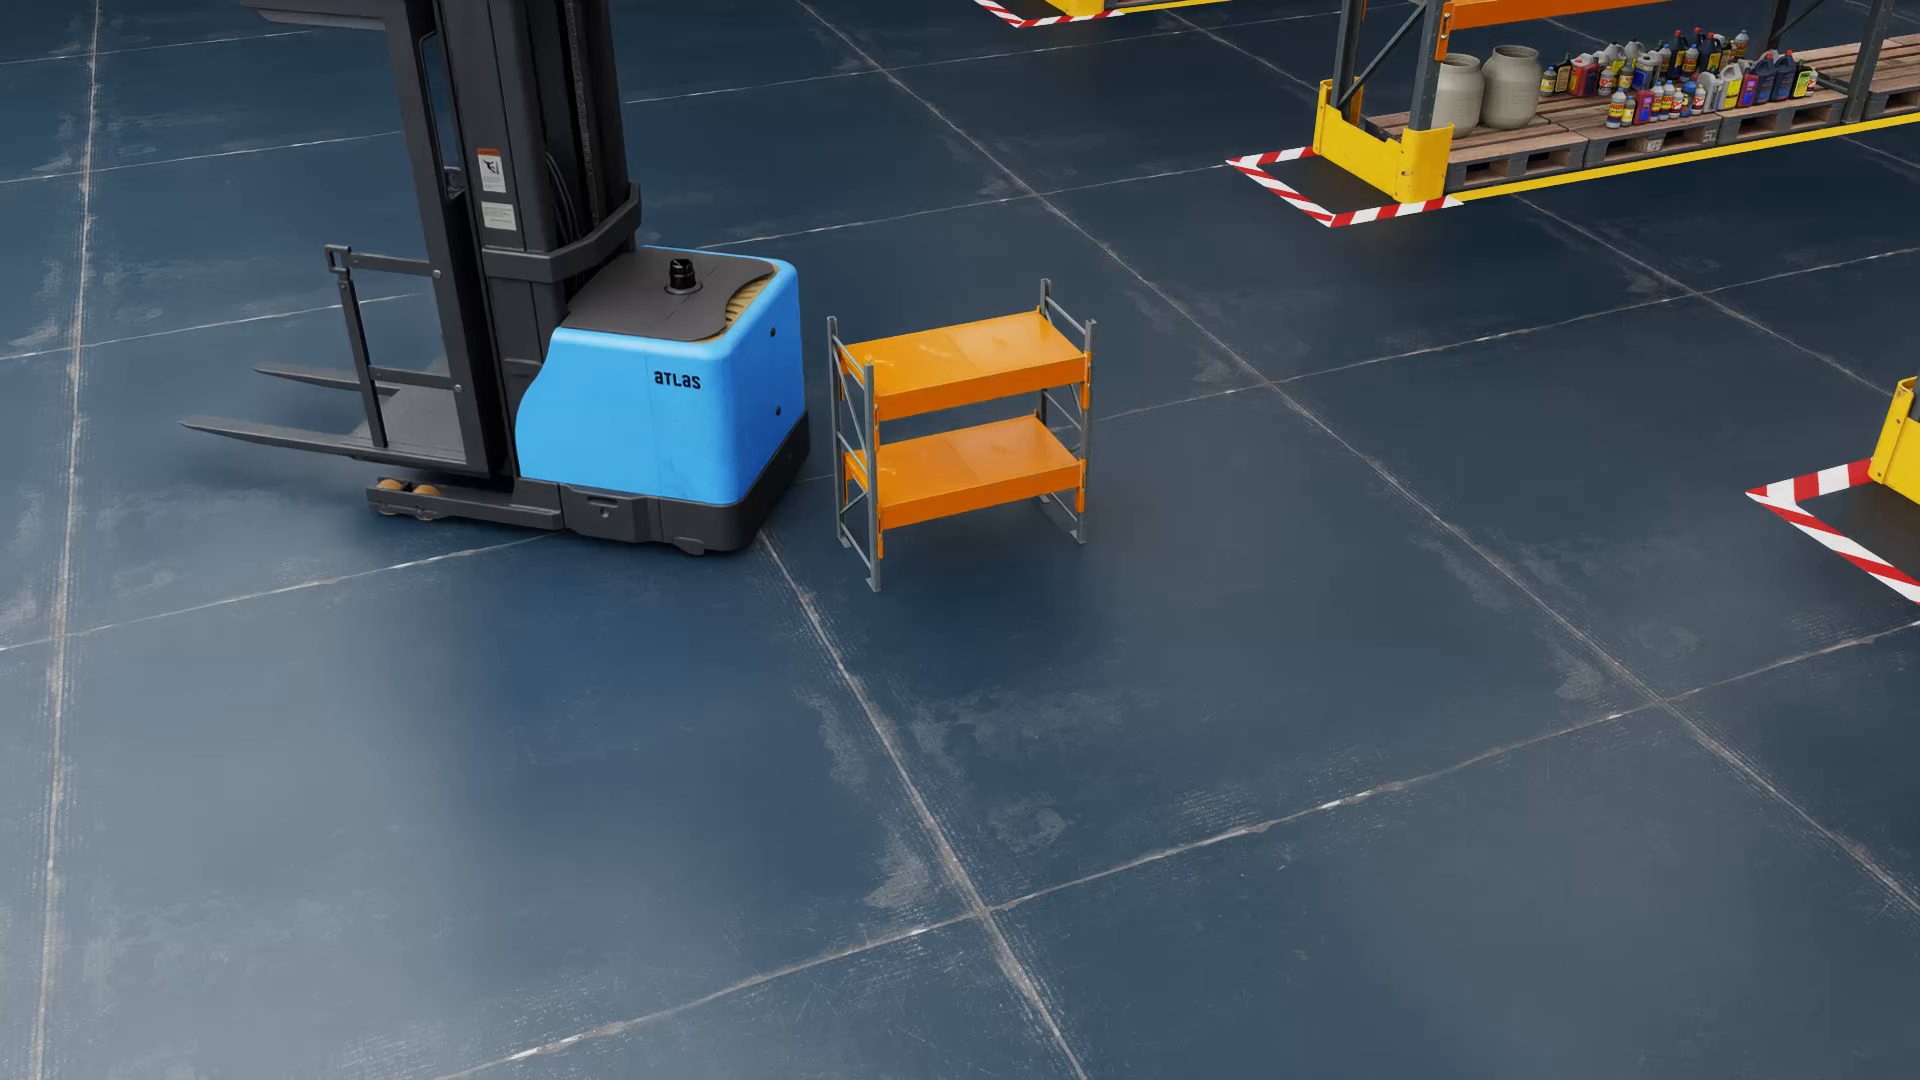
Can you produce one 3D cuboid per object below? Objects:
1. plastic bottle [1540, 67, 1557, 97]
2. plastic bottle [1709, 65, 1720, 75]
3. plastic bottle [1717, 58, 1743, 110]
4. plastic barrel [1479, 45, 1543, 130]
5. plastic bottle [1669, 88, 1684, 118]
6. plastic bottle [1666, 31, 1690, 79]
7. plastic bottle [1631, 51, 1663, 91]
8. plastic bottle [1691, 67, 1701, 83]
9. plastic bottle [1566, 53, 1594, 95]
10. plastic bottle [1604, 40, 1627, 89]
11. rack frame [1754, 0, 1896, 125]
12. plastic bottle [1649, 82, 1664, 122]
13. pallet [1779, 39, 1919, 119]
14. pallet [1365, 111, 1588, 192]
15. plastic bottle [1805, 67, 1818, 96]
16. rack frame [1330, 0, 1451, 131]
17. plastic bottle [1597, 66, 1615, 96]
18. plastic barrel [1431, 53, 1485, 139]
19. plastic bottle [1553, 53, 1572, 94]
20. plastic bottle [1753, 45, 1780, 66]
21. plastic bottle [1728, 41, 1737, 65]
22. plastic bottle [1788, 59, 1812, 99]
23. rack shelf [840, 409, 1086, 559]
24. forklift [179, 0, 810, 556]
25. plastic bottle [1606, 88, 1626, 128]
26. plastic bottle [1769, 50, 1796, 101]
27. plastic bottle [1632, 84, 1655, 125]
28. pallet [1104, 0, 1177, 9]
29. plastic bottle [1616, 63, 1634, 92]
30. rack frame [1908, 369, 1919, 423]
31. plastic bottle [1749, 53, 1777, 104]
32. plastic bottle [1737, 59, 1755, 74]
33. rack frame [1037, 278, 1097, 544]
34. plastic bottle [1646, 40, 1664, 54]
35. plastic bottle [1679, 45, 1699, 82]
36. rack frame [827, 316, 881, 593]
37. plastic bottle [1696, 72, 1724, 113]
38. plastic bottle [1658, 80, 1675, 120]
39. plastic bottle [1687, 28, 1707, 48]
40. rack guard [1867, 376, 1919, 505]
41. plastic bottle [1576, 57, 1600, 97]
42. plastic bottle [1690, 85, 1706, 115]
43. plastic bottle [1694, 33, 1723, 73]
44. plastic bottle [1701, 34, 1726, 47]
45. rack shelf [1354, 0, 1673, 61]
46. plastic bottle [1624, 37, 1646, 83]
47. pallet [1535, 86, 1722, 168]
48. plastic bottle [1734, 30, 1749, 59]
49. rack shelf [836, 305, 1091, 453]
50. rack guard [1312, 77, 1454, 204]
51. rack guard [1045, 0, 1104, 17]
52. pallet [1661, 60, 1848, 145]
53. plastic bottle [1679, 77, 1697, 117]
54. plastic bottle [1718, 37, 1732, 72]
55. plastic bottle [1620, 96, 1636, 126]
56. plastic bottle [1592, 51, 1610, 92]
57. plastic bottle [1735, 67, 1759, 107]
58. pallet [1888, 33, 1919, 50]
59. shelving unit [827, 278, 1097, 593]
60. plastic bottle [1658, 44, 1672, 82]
[{"bbox_3d":[4.402,-3.431,12.435,0.097,0.201,0.097,0,33,0],"label":"plastic bottle"},{"bbox_3d":[5.546,-3.358,12.247,0.133,0.283,0.061,-13,35,-19],"label":"plastic bottle"},{"bbox_3d":[5.610,-3.340,12.158,0.185,0.351,0.144,-13,35,-19],"label":"plastic bottle"},{"bbox_3d":[3.918,-3.227,11.856,0.421,0.512,0.421,0,33,0],"label":"plastic barrel"},{"bbox_3d":[5.171,-3.163,12.023,0.097,0.201,0.097,0,33,0],"label":"plastic bottle"},{"bbox_3d":[5.488,-3.728,12.755,0.185,0.351,0.144,-14,36,-21],"label":"plastic bottle"},{"bbox_3d":[5.176,-3.538,12.531,0.135,0.276,0.152,-13,35,-19],"label":"plastic bottle"},{"bbox_3d":[5.417,-3.333,12.209,0.133,0.283,0.061,-13,35,-19],"label":"plastic bottle"},{"bbox_3d":[4.645,-3.501,12.475,0.135,0.276,0.152,-13,35,-19],"label":"plastic bottle"},{"bbox_3d":[4.924,-3.599,12.556,0.185,0.351,0.144,-11,35,-17],"label":"plastic bottle"},{"bbox_3d":[6.567,-4.655,12.155,0.127,3.000,1.000,-13,35,-19],"label":"rack frame"},{"bbox_3d":[4.987,-3.150,11.939,0.097,0.271,0.097,0,33,0],"label":"plastic bottle"},{"bbox_3d":[7.276,-3.672,13.200,1.213,0.211,1.003,-13,35,-19],"label":"pallet"},{"bbox_3d":[3.682,-2.851,11.938,1.213,0.211,1.003,-13,35,-19],"label":"pallet"},{"bbox_3d":[6.353,-3.434,12.439,0.097,0.201,0.097,0,33,0],"label":"plastic bottle"},{"bbox_3d":[2.879,-3.811,10.857,0.127,3.000,1.000,-13,35,-19],"label":"rack frame"},{"bbox_3d":[4.839,-3.441,12.450,0.097,0.201,0.097,0,33,0],"label":"plastic bottle"},{"bbox_3d":[3.456,-3.122,11.693,0.421,0.512,0.421,0,33,0],"label":"plastic barrel"},{"bbox_3d":[4.503,-3.499,12.464,0.133,0.283,0.061,-12,35,-18],"label":"plastic bottle"},{"bbox_3d":[6.029,-3.521,12.437,0.185,0.351,0.144,-13,35,-19],"label":"plastic bottle"},{"bbox_3d":[6.010,-3.799,13.000,0.097,0.201,0.097,0,33,0],"label":"plastic bottle"},{"bbox_3d":[6.251,-3.434,12.364,0.133,0.283,0.061,-11,35,-17],"label":"plastic bottle"},{"bbox_3d":[0.006,-0.268,7.579,1.000,0.278,0.538,-13,35,-19],"label":"rack shelf"},{"bbox_3d":[-2.322,-1.589,7.505,3.031,2.935,1.130,8,34,12],"label":"forklift"},{"bbox_3d":[4.671,-3.078,11.828,0.097,0.271,0.097,0,33,0],"label":"plastic bottle"},{"bbox_3d":[6.085,-3.449,12.325,0.185,0.351,0.144,-14,36,-20],"label":"plastic bottle"},{"bbox_3d":[4.887,-3.121,11.884,0.133,0.283,0.061,-12,35,-18],"label":"plastic bottle"},{"bbox_3d":[1.653,-5.316,15.727,1.213,0.211,1.003,-13,35,-19],"label":"pallet"},{"bbox_3d":[5.012,-3.485,12.518,0.097,0.201,0.097,0,33,0],"label":"plastic bottle"},{"bbox_3d":[4.796,-1.320,7.029,0.127,3.000,1.000,-13,35,-19],"label":"rack frame"},{"bbox_3d":[5.908,-3.408,12.263,0.185,0.351,0.144,-15,36,-21],"label":"plastic bottle"},{"bbox_3d":[5.827,-3.446,12.390,0.135,0.276,0.152,-13,35,-19],"label":"plastic bottle"},{"bbox_3d":[0.475,-0.580,7.610,0.032,1.125,0.500,-13,35,-19],"label":"rack frame"},{"bbox_3d":[5.320,-3.686,12.752,0.133,0.283,0.061,-11,35,-17],"label":"plastic bottle"},{"bbox_3d":[5.575,-3.643,12.697,0.097,0.271,0.097,0,33,0],"label":"plastic bottle"},{"bbox_3d":[-0.462,-0.366,7.280,0.032,1.125,0.500,-13,35,-19],"label":"rack frame"},{"bbox_3d":[5.458,-3.276,12.129,0.135,0.276,0.152,-12,35,-18],"label":"plastic bottle"},{"bbox_3d":[5.079,-3.171,11.972,0.097,0.271,0.097,0,33,0],"label":"plastic bottle"},{"bbox_3d":[5.662,-3.768,12.816,0.185,0.351,0.144,-12,35,-18],"label":"plastic bottle"},{"bbox_3d":[4.866,-0.289,7.735,0.348,0.500,1.175,-13,35,-19],"label":"rack guard"},{"bbox_3d":[4.687,-3.451,12.391,0.133,0.283,0.061,-13,35,-19],"label":"plastic bottle"},{"bbox_3d":[5.360,-3.206,12.090,0.097,0.201,0.097,0,33,0],"label":"plastic bottle"},{"bbox_3d":[5.718,-3.695,12.704,0.185,0.351,0.144,-13,35,-19],"label":"plastic bottle"},{"bbox_3d":[5.816,-3.769,12.887,0.135,0.276,0.152,-12,35,-17],"label":"plastic bottle"},{"bbox_3d":[4.723,-3.932,11.702,4.000,0.370,1.077,-13,35,-19],"label":"rack shelf"},{"bbox_3d":[5.096,-3.638,12.617,0.185,0.351,0.144,-13,35,-19],"label":"plastic bottle"},{"bbox_3d":[4.805,-3.106,12.330,1.213,0.211,1.003,-13,35,-19],"label":"pallet"},{"bbox_3d":[6.103,-3.849,13.014,0.097,0.271,0.097,0,33,0],"label":"plastic bottle"},{"bbox_3d":[0.006,-0.718,7.286,1.000,0.278,0.538,-13,35,-19],"label":"rack shelf"},{"bbox_3d":[2.931,-2.803,11.599,0.348,0.500,1.175,-13,35,-19],"label":"rack guard"},{"bbox_3d":[0.942,-5.250,15.360,0.348,0.500,1.175,-13,35,-19],"label":"rack guard"},{"bbox_3d":[5.931,-3.366,12.729,1.213,0.211,1.003,-13,35,-19],"label":"pallet"},{"bbox_3d":[5.266,-3.214,12.038,0.097,0.271,0.097,0,33,0],"label":"plastic bottle"},{"bbox_3d":[5.858,-3.719,12.803,0.133,0.283,0.061,-13,35,-19],"label":"plastic bottle"},{"bbox_3d":[4.766,-3.070,11.881,0.097,0.201,0.097,0,33,0],"label":"plastic bottle"},{"bbox_3d":[4.773,-3.531,12.520,0.135,0.276,0.152,-14,36,-20],"label":"plastic bottle"},{"bbox_3d":[5.774,-3.325,12.196,0.133,0.283,0.061,-11,35,-16],"label":"plastic bottle"},{"bbox_3d":[8.402,-3.932,13.599,1.213,0.211,1.003,-13,35,-19],"label":"pallet"},{"bbox_3d":[0.006,-0.473,7.445,1.048,1.125,0.538,-13,35,-19],"label":"shelving unit"},{"bbox_3d":[5.367,-3.645,12.700,0.097,0.271,0.097,0,33,0],"label":"plastic bottle"}]
